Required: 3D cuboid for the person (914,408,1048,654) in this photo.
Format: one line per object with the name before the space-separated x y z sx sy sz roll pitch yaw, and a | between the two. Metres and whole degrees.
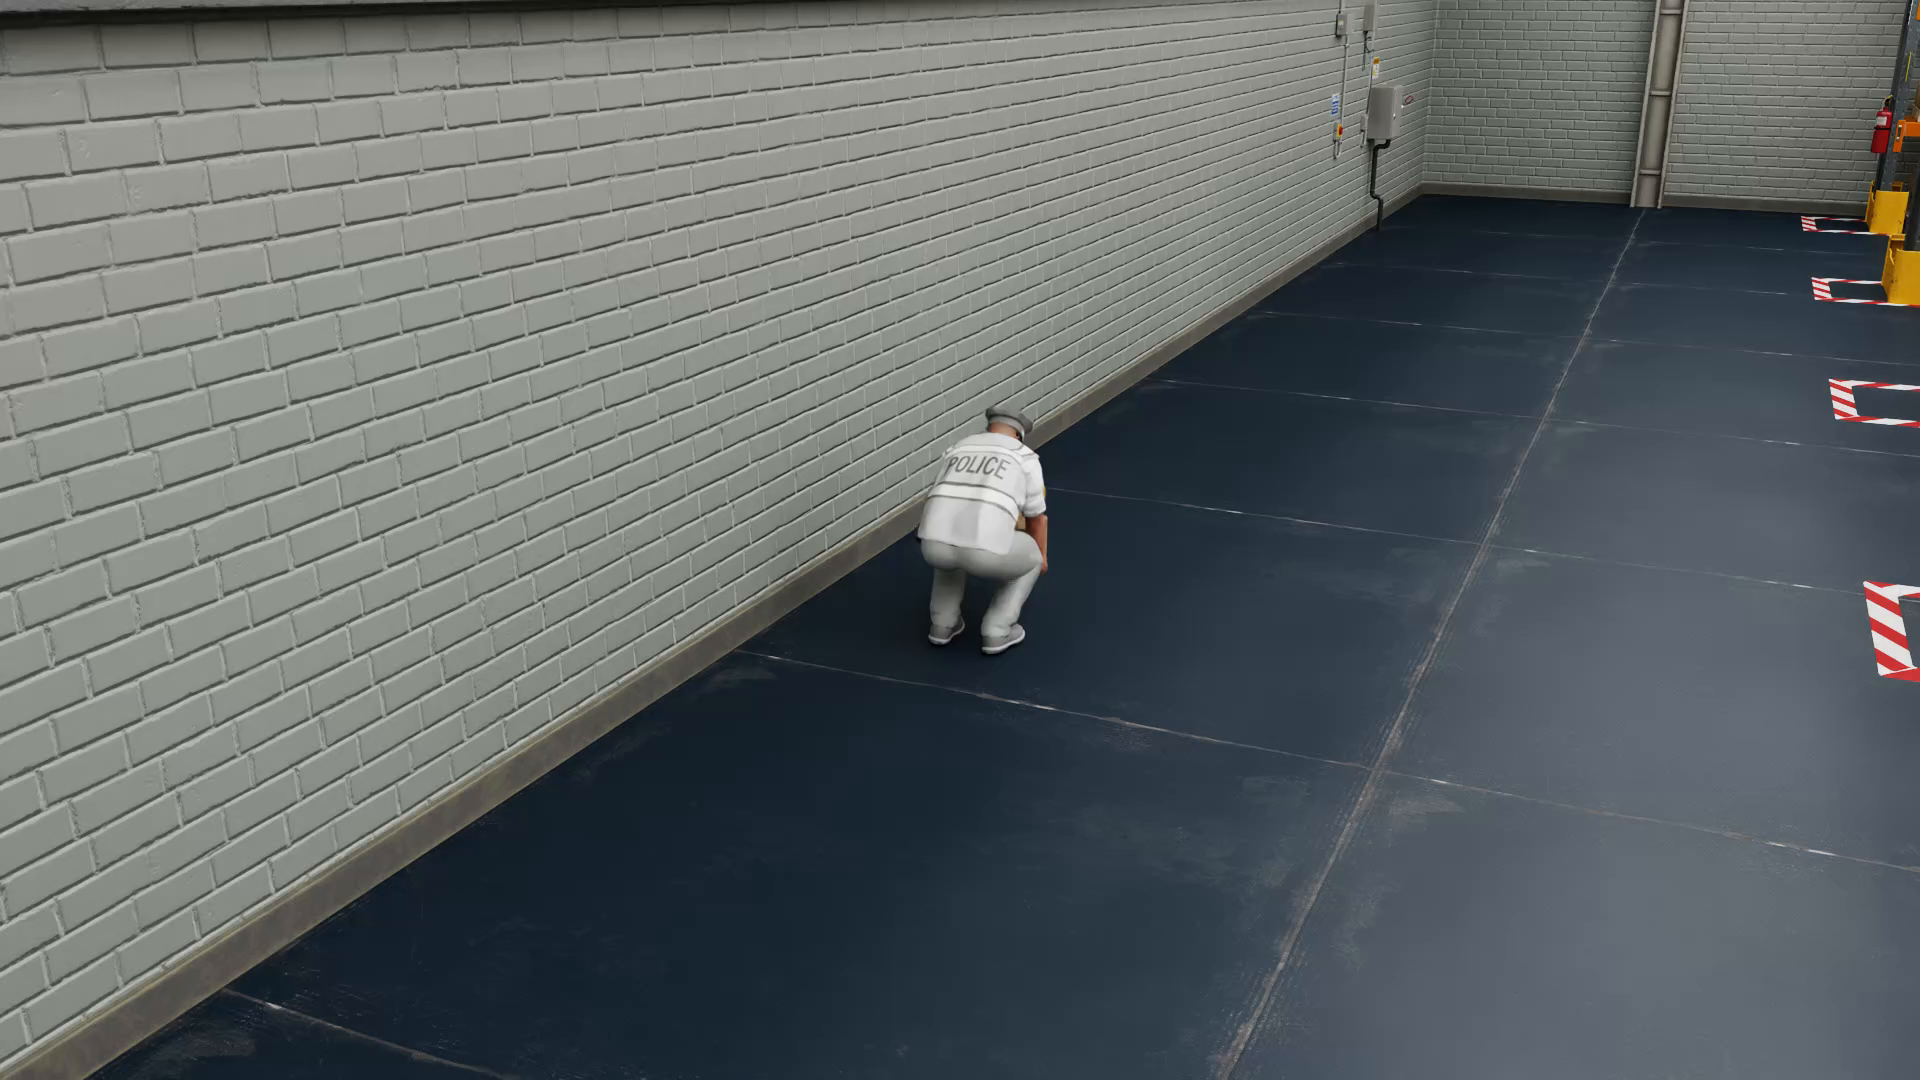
person | 0.126 -0.051 7.843 0.532 1.024 0.970 8 20 21
